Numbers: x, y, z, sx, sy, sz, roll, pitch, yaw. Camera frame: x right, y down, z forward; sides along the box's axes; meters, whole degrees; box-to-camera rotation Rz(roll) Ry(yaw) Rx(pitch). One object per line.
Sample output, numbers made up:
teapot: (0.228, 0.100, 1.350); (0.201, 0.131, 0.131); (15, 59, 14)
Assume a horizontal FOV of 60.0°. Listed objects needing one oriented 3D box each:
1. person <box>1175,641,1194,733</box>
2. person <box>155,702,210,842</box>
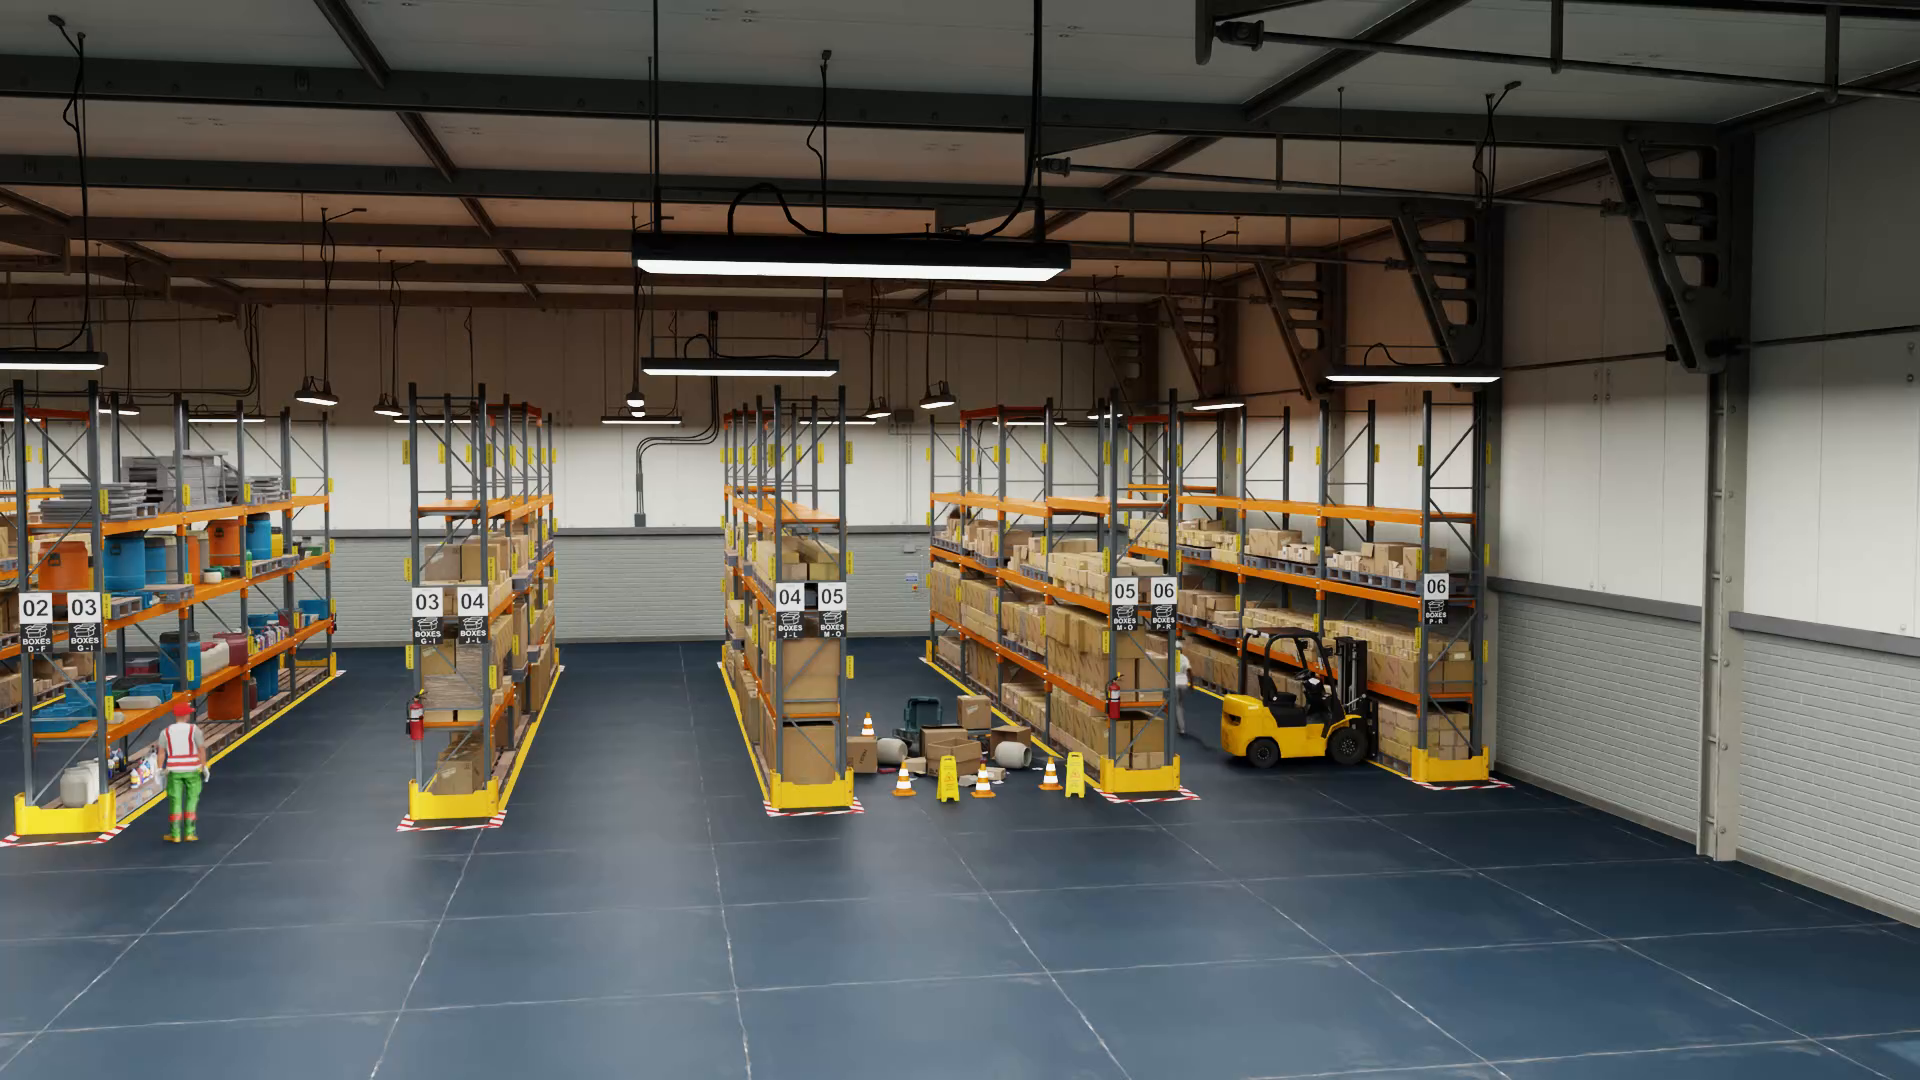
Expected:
person: (3.944, 2.681, 30.157); (0.559, 1.723, 0.728); (-1, 3, -13)
person: (-10.092, 3.017, 21.568); (0.657, 1.824, 0.362); (-1, 3, -12)
